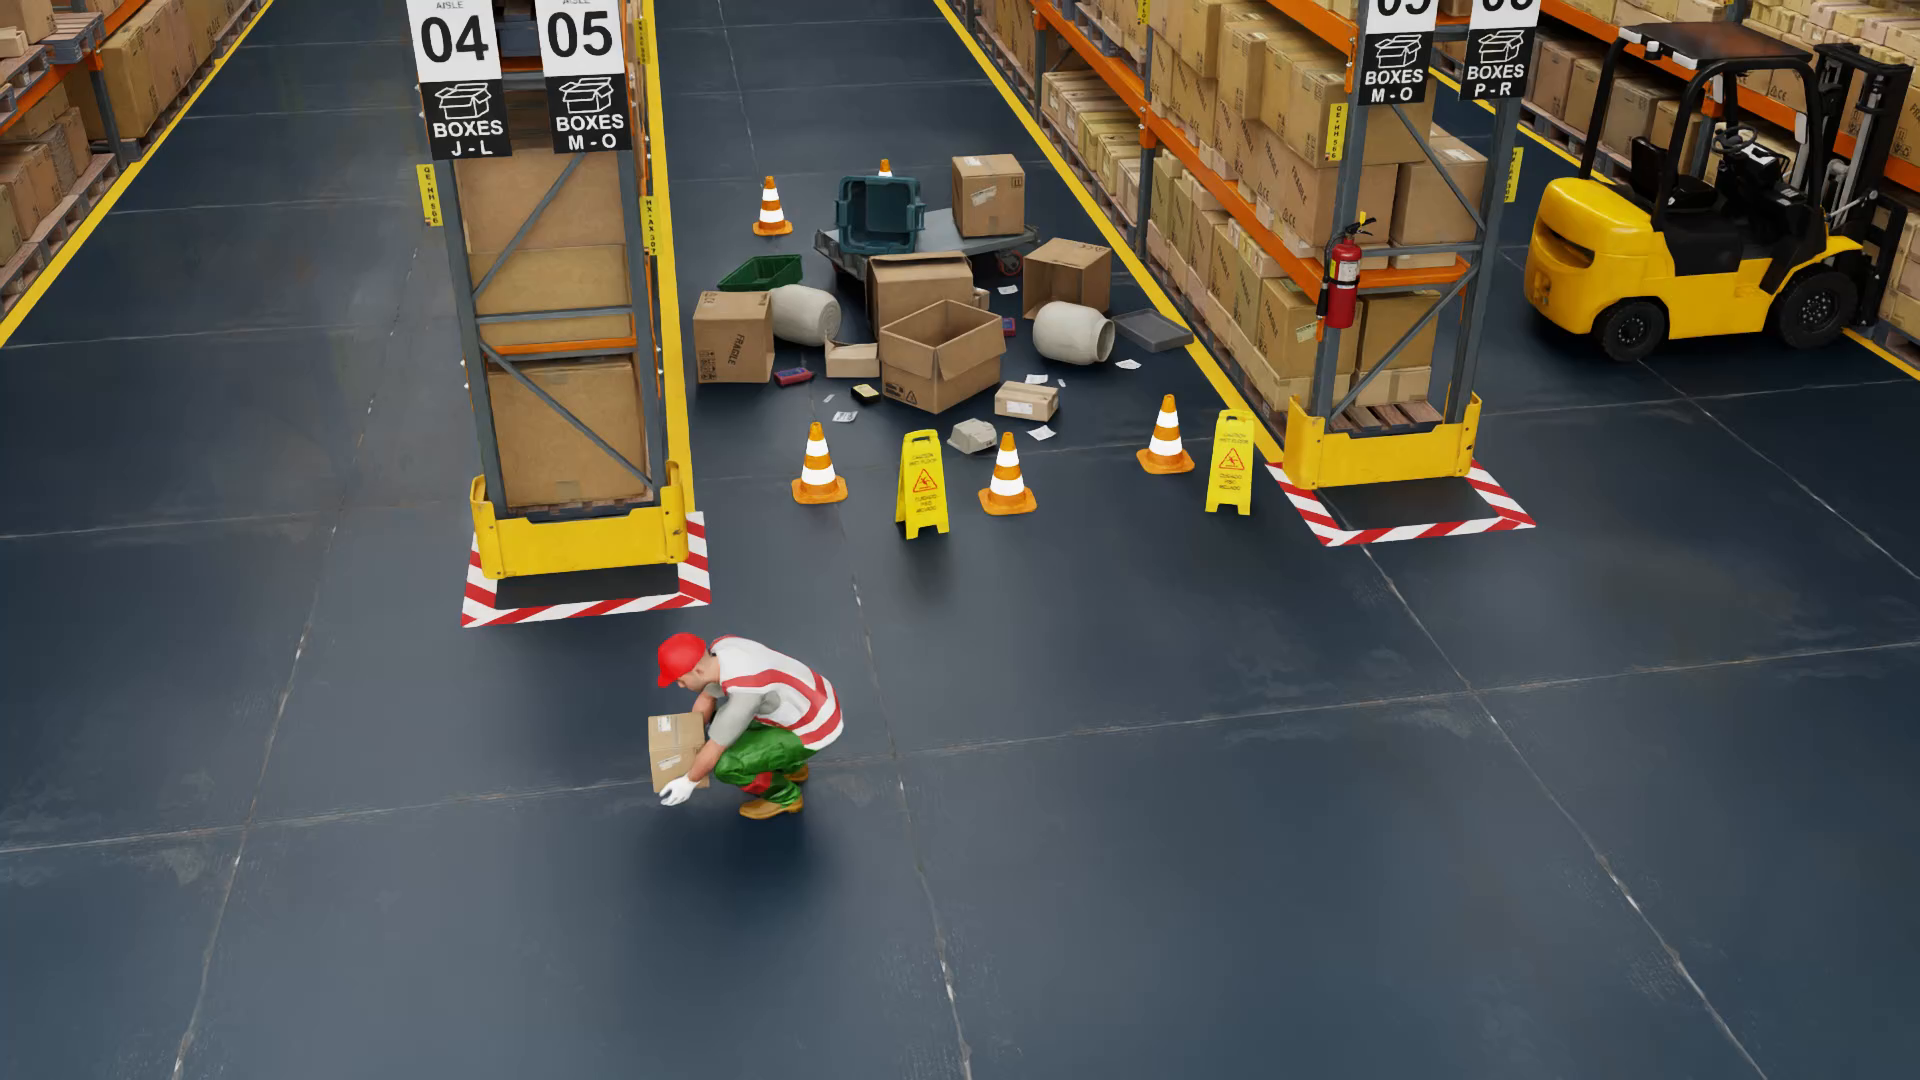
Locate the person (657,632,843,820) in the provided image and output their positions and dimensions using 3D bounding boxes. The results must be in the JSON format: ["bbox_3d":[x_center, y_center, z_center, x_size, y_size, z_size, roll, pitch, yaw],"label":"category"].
[{"bbox_3d":[-0.963,0.798,7.548,0.860,0.995,0.568,-5,31,-9],"label":"person"}]
